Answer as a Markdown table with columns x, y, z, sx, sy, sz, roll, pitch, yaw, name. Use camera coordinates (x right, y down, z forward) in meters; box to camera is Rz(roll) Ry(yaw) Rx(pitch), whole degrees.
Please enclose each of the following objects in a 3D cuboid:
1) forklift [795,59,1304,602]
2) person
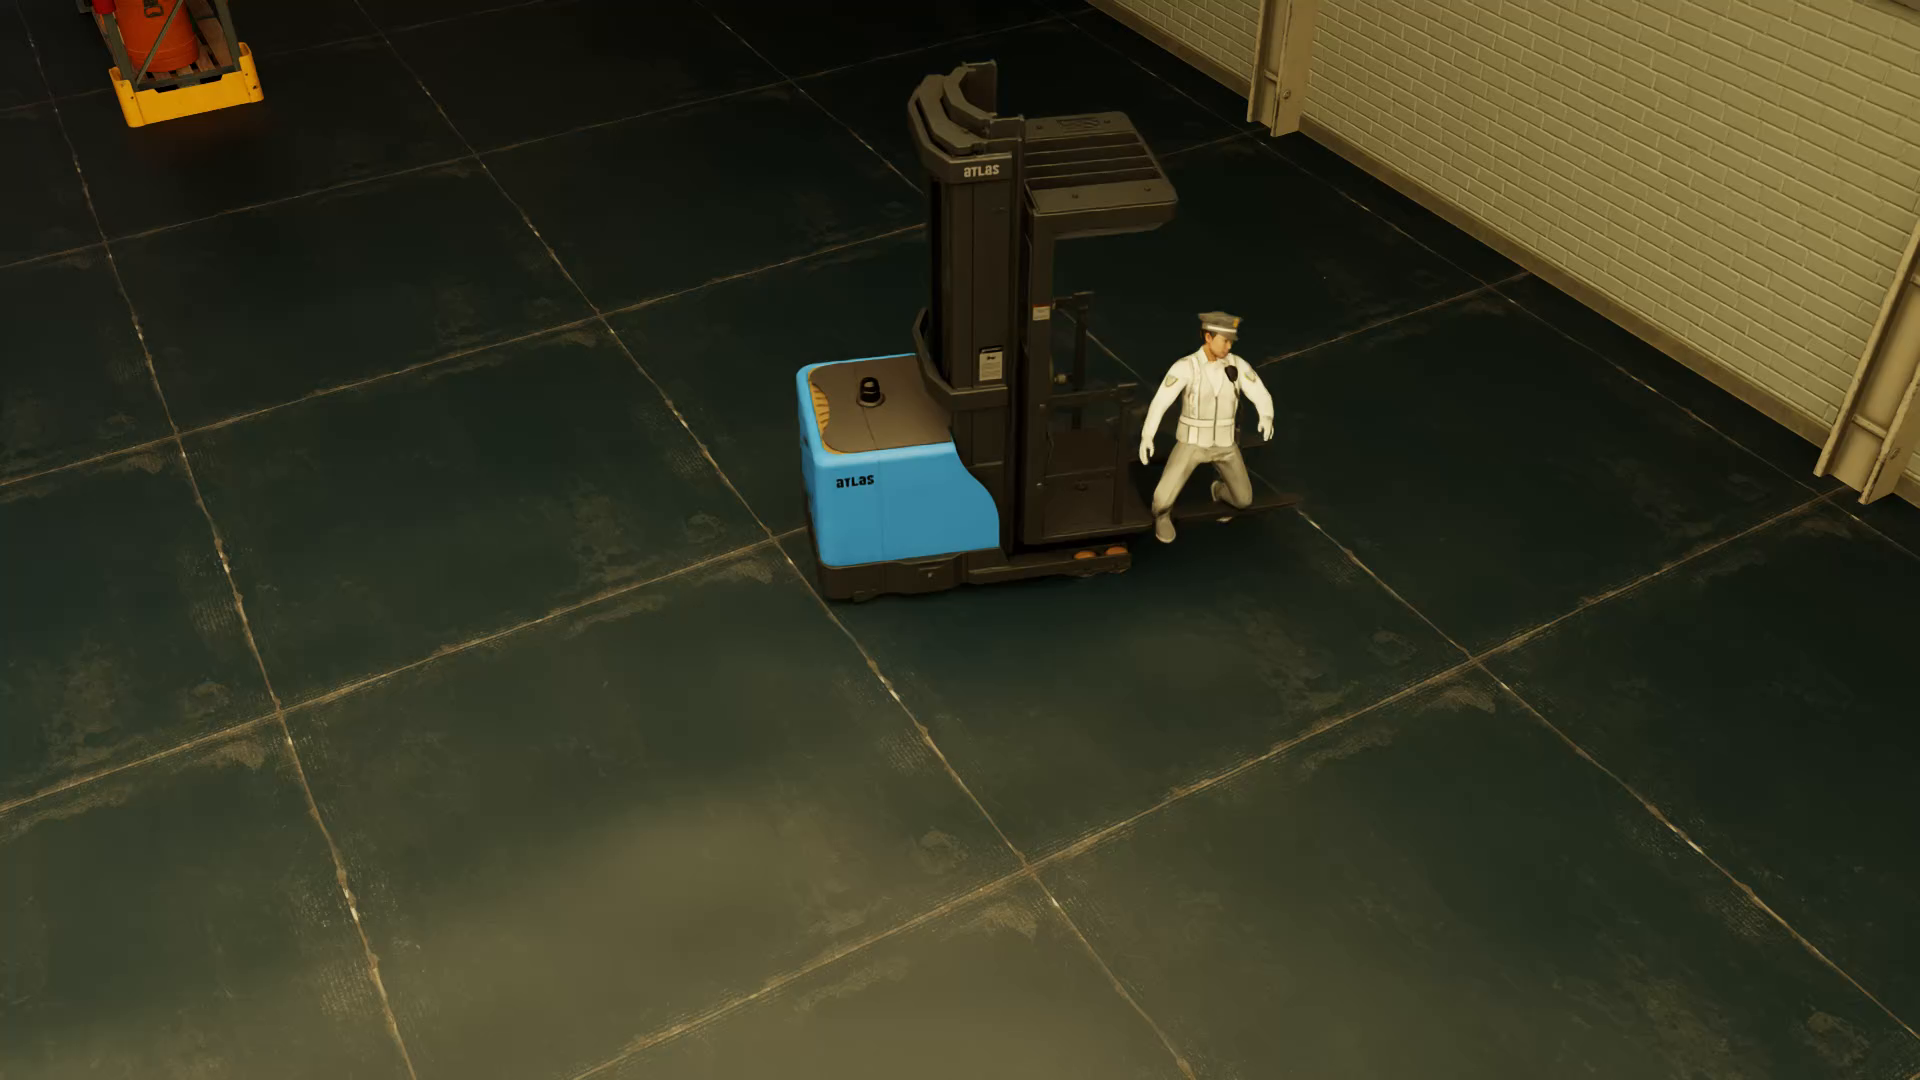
| x | y | z | sx | sy | sz | roll | pitch | yaw | name |
| --- | --- | --- | --- | --- | --- | --- | --- | --- | --- |
| 0.577 | -1.227 | 9.515 | 3.031 | 2.935 | 1.130 | -7 | 40 | -9 | forklift |
| 1.383 | -0.537 | 9.751 | 0.819 | 1.518 | 0.819 | -9 | 41 | -11 | person |
